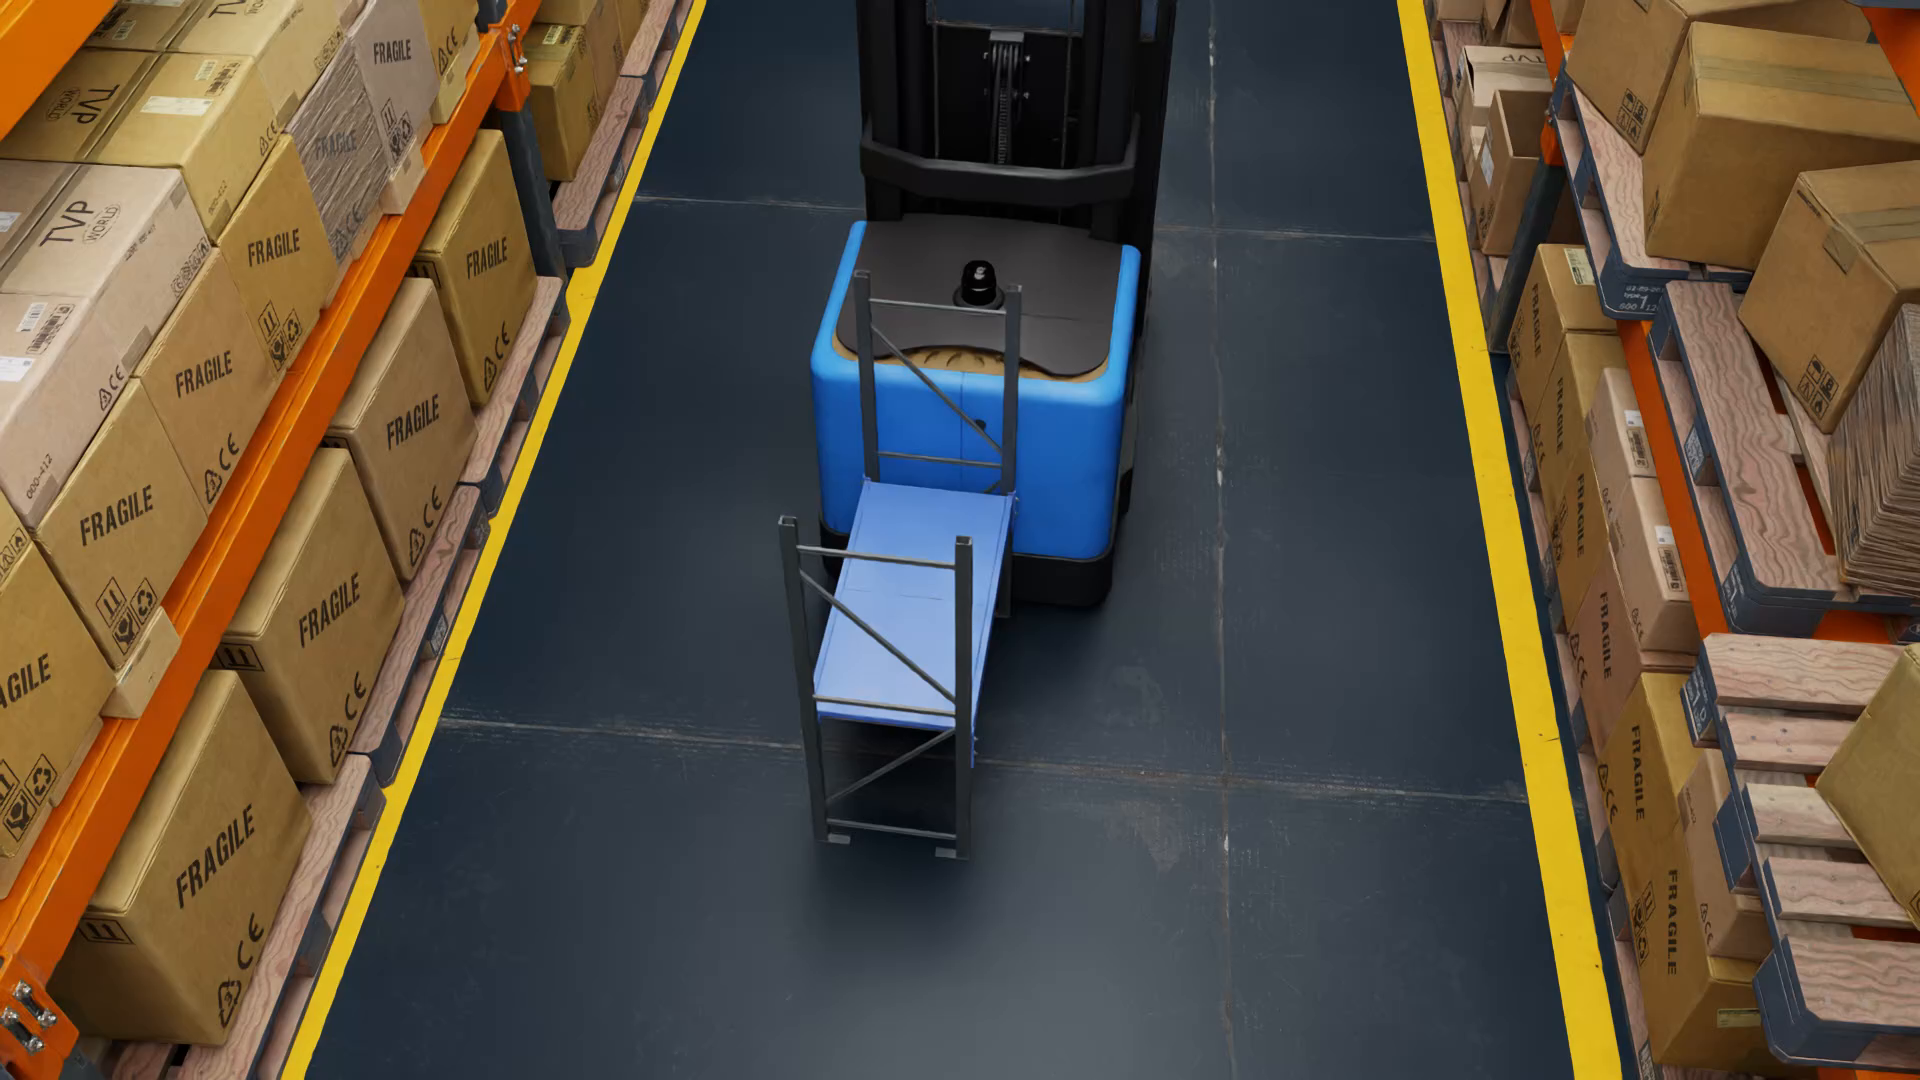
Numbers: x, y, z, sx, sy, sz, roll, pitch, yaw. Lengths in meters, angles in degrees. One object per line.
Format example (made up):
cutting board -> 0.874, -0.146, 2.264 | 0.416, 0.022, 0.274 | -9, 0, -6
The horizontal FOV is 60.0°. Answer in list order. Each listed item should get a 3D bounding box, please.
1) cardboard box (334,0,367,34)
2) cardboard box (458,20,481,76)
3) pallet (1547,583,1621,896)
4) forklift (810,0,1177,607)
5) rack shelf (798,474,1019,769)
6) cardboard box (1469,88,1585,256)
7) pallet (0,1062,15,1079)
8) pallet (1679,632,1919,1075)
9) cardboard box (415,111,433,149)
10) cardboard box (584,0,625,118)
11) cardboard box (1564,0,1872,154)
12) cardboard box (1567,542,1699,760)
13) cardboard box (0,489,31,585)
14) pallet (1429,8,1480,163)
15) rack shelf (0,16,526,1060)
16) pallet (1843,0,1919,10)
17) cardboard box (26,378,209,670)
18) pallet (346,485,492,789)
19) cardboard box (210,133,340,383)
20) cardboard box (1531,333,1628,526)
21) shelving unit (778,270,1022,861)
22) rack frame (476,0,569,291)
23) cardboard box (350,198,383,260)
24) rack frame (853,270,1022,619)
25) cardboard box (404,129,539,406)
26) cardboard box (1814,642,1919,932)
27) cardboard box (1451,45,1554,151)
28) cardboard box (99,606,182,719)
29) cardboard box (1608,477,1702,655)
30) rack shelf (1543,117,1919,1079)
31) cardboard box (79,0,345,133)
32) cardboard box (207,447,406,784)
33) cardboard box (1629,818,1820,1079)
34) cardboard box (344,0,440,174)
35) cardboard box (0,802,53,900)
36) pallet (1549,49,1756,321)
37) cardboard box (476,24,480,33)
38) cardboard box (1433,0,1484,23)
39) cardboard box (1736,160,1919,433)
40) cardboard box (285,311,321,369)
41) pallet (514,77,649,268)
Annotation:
cardboard box -> -2.060, -1.791, 5.064 | 0.500, 0.250, 0.500 | 5, 48, 4
cardboard box -> -1.965, -1.787, 6.008 | 0.380, 0.149, 0.250 | 4, 48, 4
pallet -> 2.572, 0.639, 5.523 | 1.003, 0.211, 1.213 | 4, 48, 4
forklift -> 0.226, -1.854, 5.959 | 1.130, 2.935, 3.031 | 6, 48, 6
rack shelf -> -0.142, 0.232, 5.265 | 0.538, 0.185, 1.000 | 6, 48, 6
cardboard box -> 2.487, -1.544, 7.026 | 0.500, 0.500, 0.500 | 4, 48, 4
pallet -> -2.540, 1.403, 3.064 | 1.213, 0.211, 1.003 | 4, 48, 4
pallet -> 2.345, 0.700, 3.707 | 1.213, 0.211, 1.003 | 4, 48, 4
cardboard box -> -2.033, -1.412, 5.666 | 0.380, 0.149, 0.250 | 5, 48, 5
cardboard box -> -1.997, -2.342, 7.768 | 0.700, 0.500, 0.500 | 3, 48, 3
cardboard box -> 2.451, -1.644, 5.369 | 0.700, 0.500, 0.500 | -11, 48, -10
cardboard box -> 2.293, 0.363, 5.281 | 0.500, 0.500, 0.500 | 2, 48, 2
cardboard box -> -2.280, 0.076, 3.357 | 0.500, 0.250, 0.500 | 5, 48, 4
pallet -> 2.889, -2.264, 8.178 | 1.003, 0.211, 1.213 | 4, 48, 4
rack shelf -> -2.398, -0.420, 5.089 | 1.077, 0.370, 4.000 | 4, 48, 4
pallet -> 2.496, -1.514, 3.696 | 1.213, 0.211, 1.003 | 4, 48, 4
cardboard box -> -2.225, -0.058, 3.987 | 0.500, 0.500, 0.500 | 5, 48, 5
pallet -> -2.320, 0.280, 5.851 | 1.003, 0.211, 1.213 | 4, 48, 4
cardboard box -> -2.139, -0.805, 4.671 | 0.500, 0.500, 0.500 | 5, 48, 5
cardboard box -> 2.393, -0.375, 5.956 | 0.500, 0.500, 0.500 | 4, 48, 4
shelving unit -> -0.142, 0.111, 5.133 | 0.538, 1.500, 1.048 | 6, 48, 6
rack frame -> -2.216, -2.132, 6.167 | 1.000, 3.000, 0.127 | 4, 48, 4
cardboard box -> -2.087, -1.039, 5.324 | 0.380, 0.149, 0.250 | 4, 48, 4
rack frame -> -0.067, -0.261, 5.472 | 0.500, 1.500, 0.032 | 6, 48, 6
cardboard box -> -2.146, -1.062, 6.361 | 0.750, 0.750, 0.750 | 4, 48, 4
cardboard box -> 2.298, 0.492, 3.415 | 0.700, 0.500, 0.500 | -11, 48, -10
cardboard box -> 2.555, -2.032, 7.599 | 0.500, 0.311, 0.500 | 4, 48, 4
cardboard box -> -2.180, 0.285, 4.113 | 0.380, 0.149, 0.250 | 5, 48, 5
cardboard box -> 2.294, 0.083, 5.029 | 0.500, 0.250, 0.500 | 3, 48, 3
rack shelf -> 2.535, -0.089, 4.786 | 1.077, 0.370, 4.000 | 4, 48, 4
cardboard box -> -2.107, -1.416, 4.721 | 0.500, 0.250, 0.500 | 5, 48, 4
cardboard box -> -2.297, 0.216, 5.192 | 0.750, 0.750, 0.750 | 4, 48, 3
cardboard box -> 2.204, 1.130, 4.580 | 0.500, 0.500, 0.500 | 6, 48, 5
cardboard box -> -2.044, -1.541, 5.344 | 0.500, 0.500, 0.500 | 4, 48, 4
cardboard box -> -2.320, 0.659, 3.771 | 0.380, 0.149, 0.250 | 3, 48, 3
pallet -> 2.536, -1.157, 5.406 | 1.003, 0.211, 1.213 | 4, 48, 4
cardboard box -> -2.257, -2.099, 7.106 | 0.380, 0.149, 0.250 | 4, 48, 3
cardboard box -> 2.659, -2.846, 8.386 | 0.500, 0.250, 0.500 | 4, 48, 4
cardboard box -> 2.618, -0.675, 4.482 | 0.700, 0.500, 0.500 | -7, 48, -6
cardboard box -> -2.160, -0.662, 4.979 | 0.380, 0.149, 0.250 | 5, 48, 5
pallet -> -2.069, -1.744, 7.703 | 1.003, 0.211, 1.213 | 4, 48, 4
